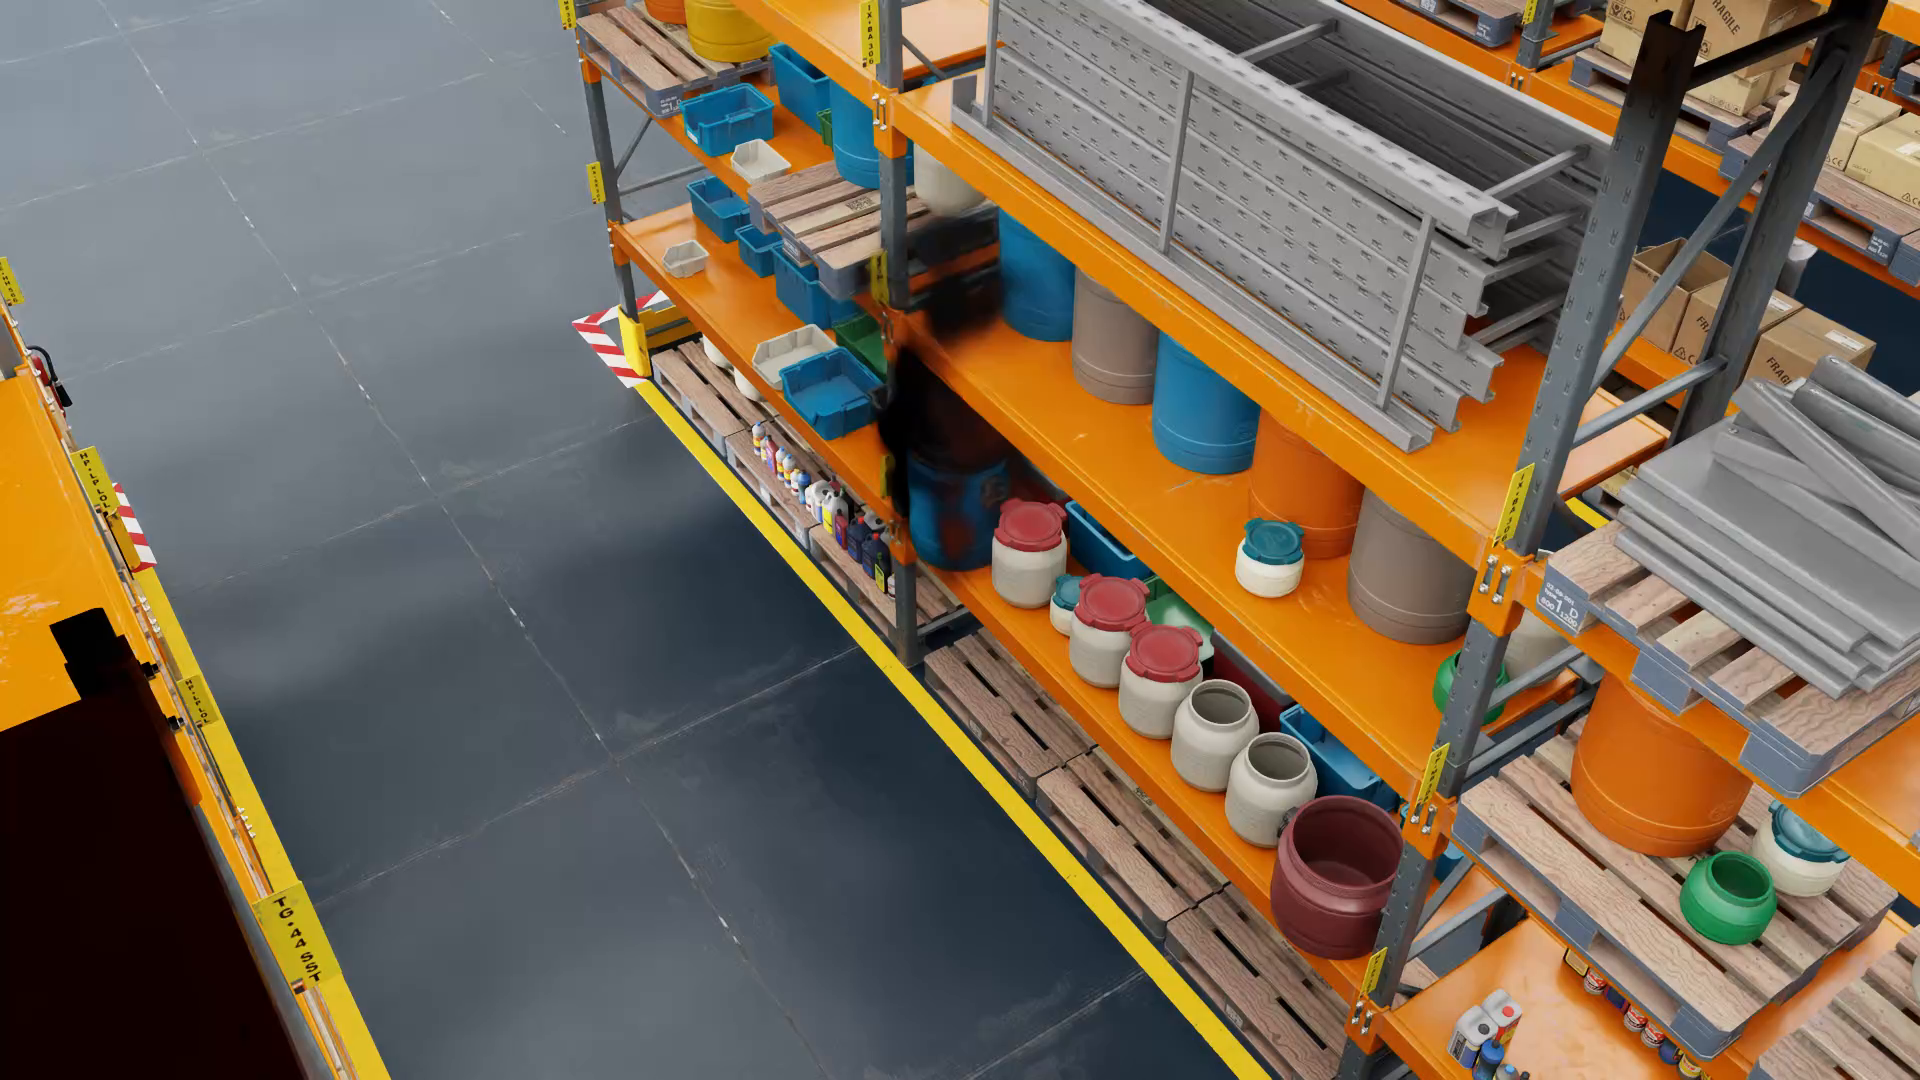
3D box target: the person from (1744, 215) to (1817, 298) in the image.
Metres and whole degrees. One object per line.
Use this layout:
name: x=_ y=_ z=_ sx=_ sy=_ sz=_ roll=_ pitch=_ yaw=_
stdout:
person: x=6.457 y=-2.214 z=12.954 sx=0.801 sy=1.706 sz=0.494 roll=32 pitch=51 yaw=30
